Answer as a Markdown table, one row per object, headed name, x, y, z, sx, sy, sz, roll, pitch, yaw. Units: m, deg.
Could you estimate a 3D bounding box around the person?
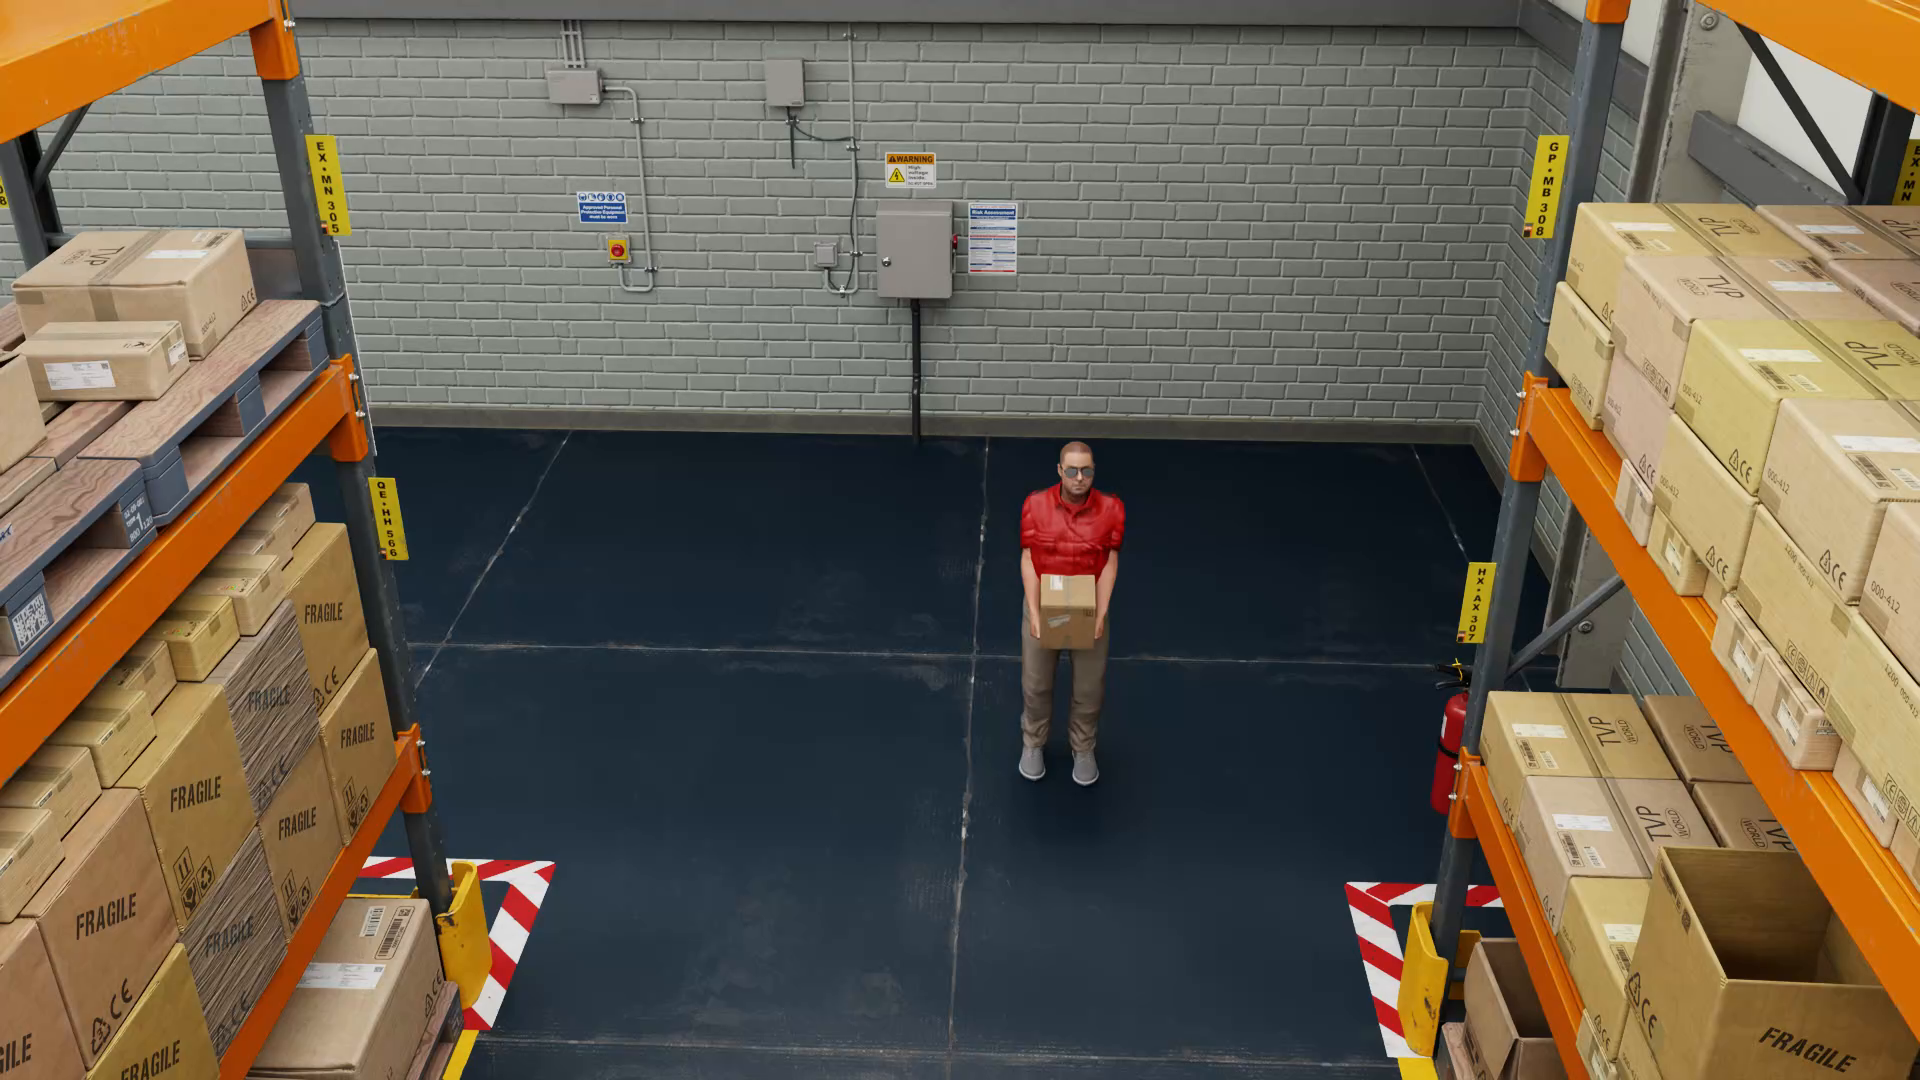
| name | x | y | z | sx | sy | sz | roll | pitch | yaw |
| --- | --- | --- | --- | --- | --- | --- | --- | --- | --- |
| person | 0.523 | 0.391 | 7.910 | 0.493 | 1.712 | 0.538 | 1 | 28 | 2 |
